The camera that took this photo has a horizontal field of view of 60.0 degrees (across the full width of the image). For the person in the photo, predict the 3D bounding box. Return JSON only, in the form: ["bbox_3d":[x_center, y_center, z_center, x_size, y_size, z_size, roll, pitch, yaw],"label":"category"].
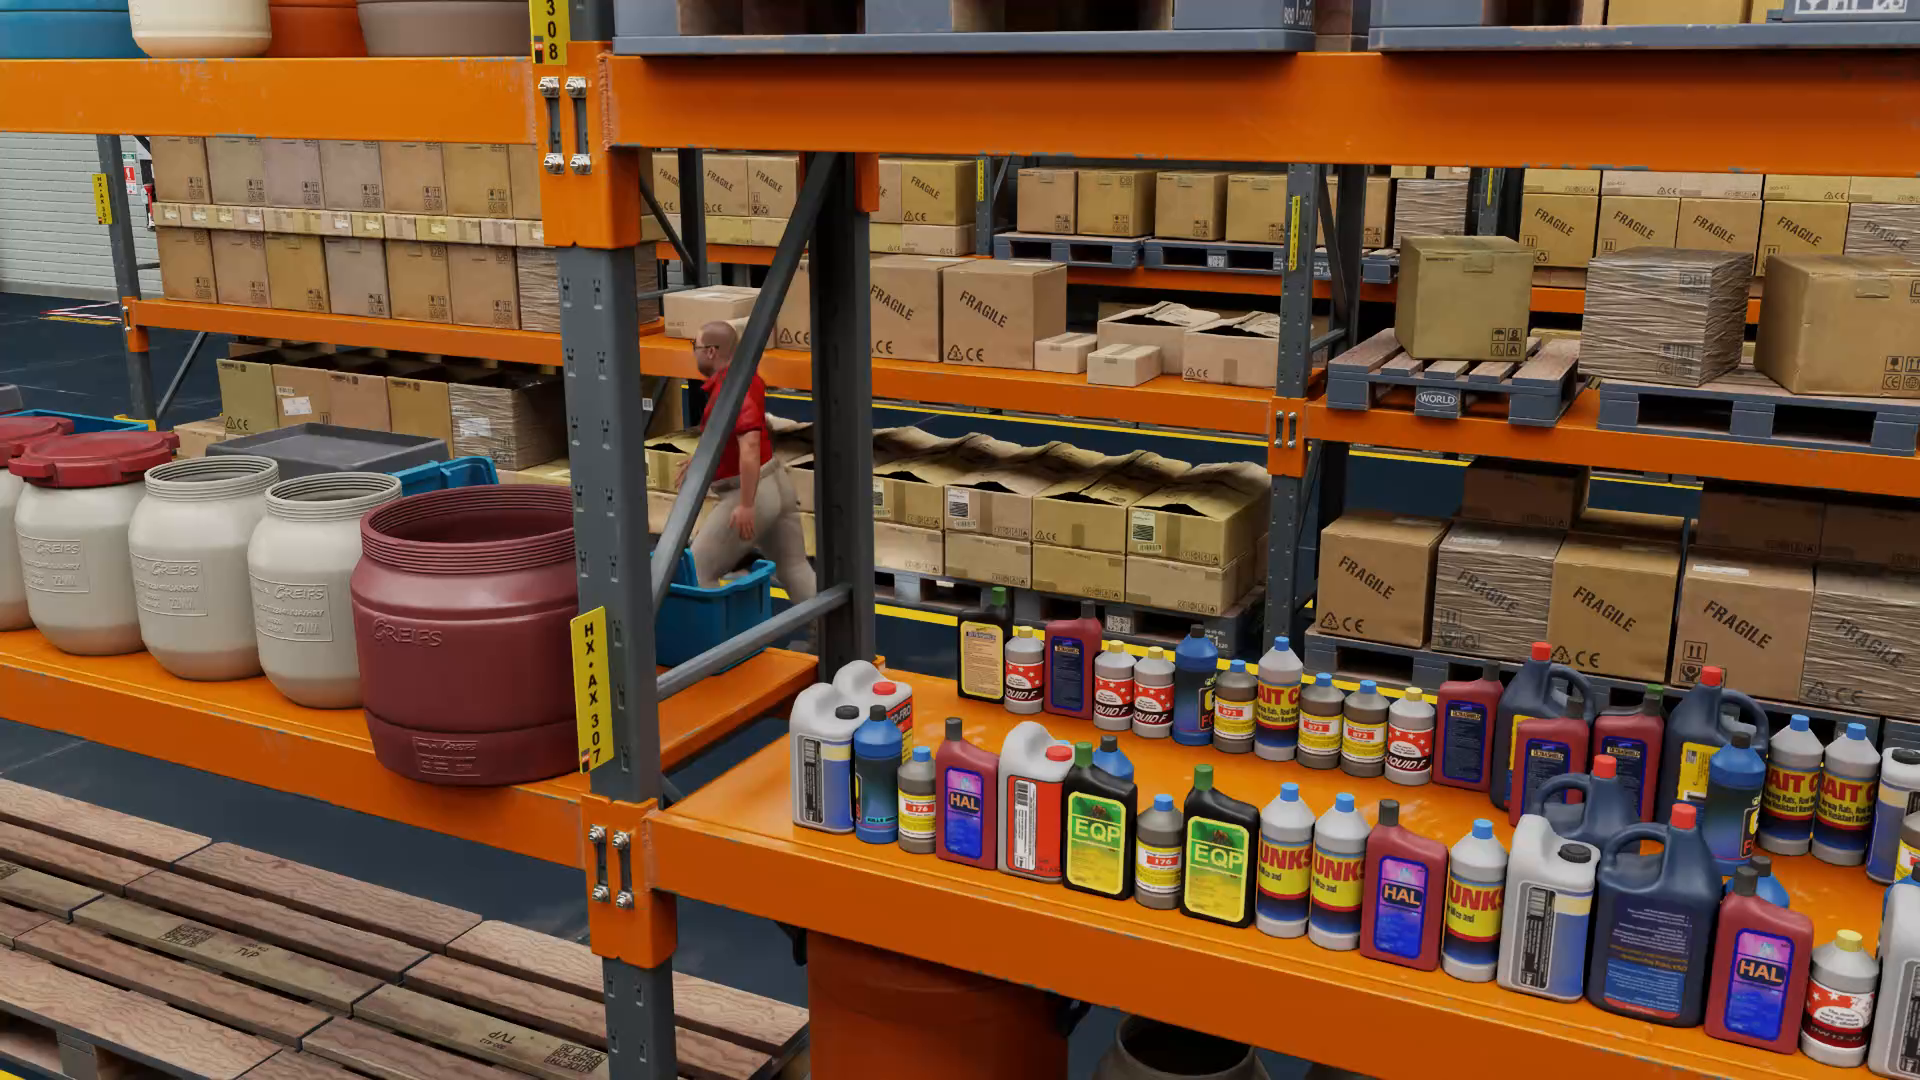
[{"bbox_3d":[-0.994,-0.182,7.764,0.815,1.671,0.696,3,16,11],"label":"person"}]
